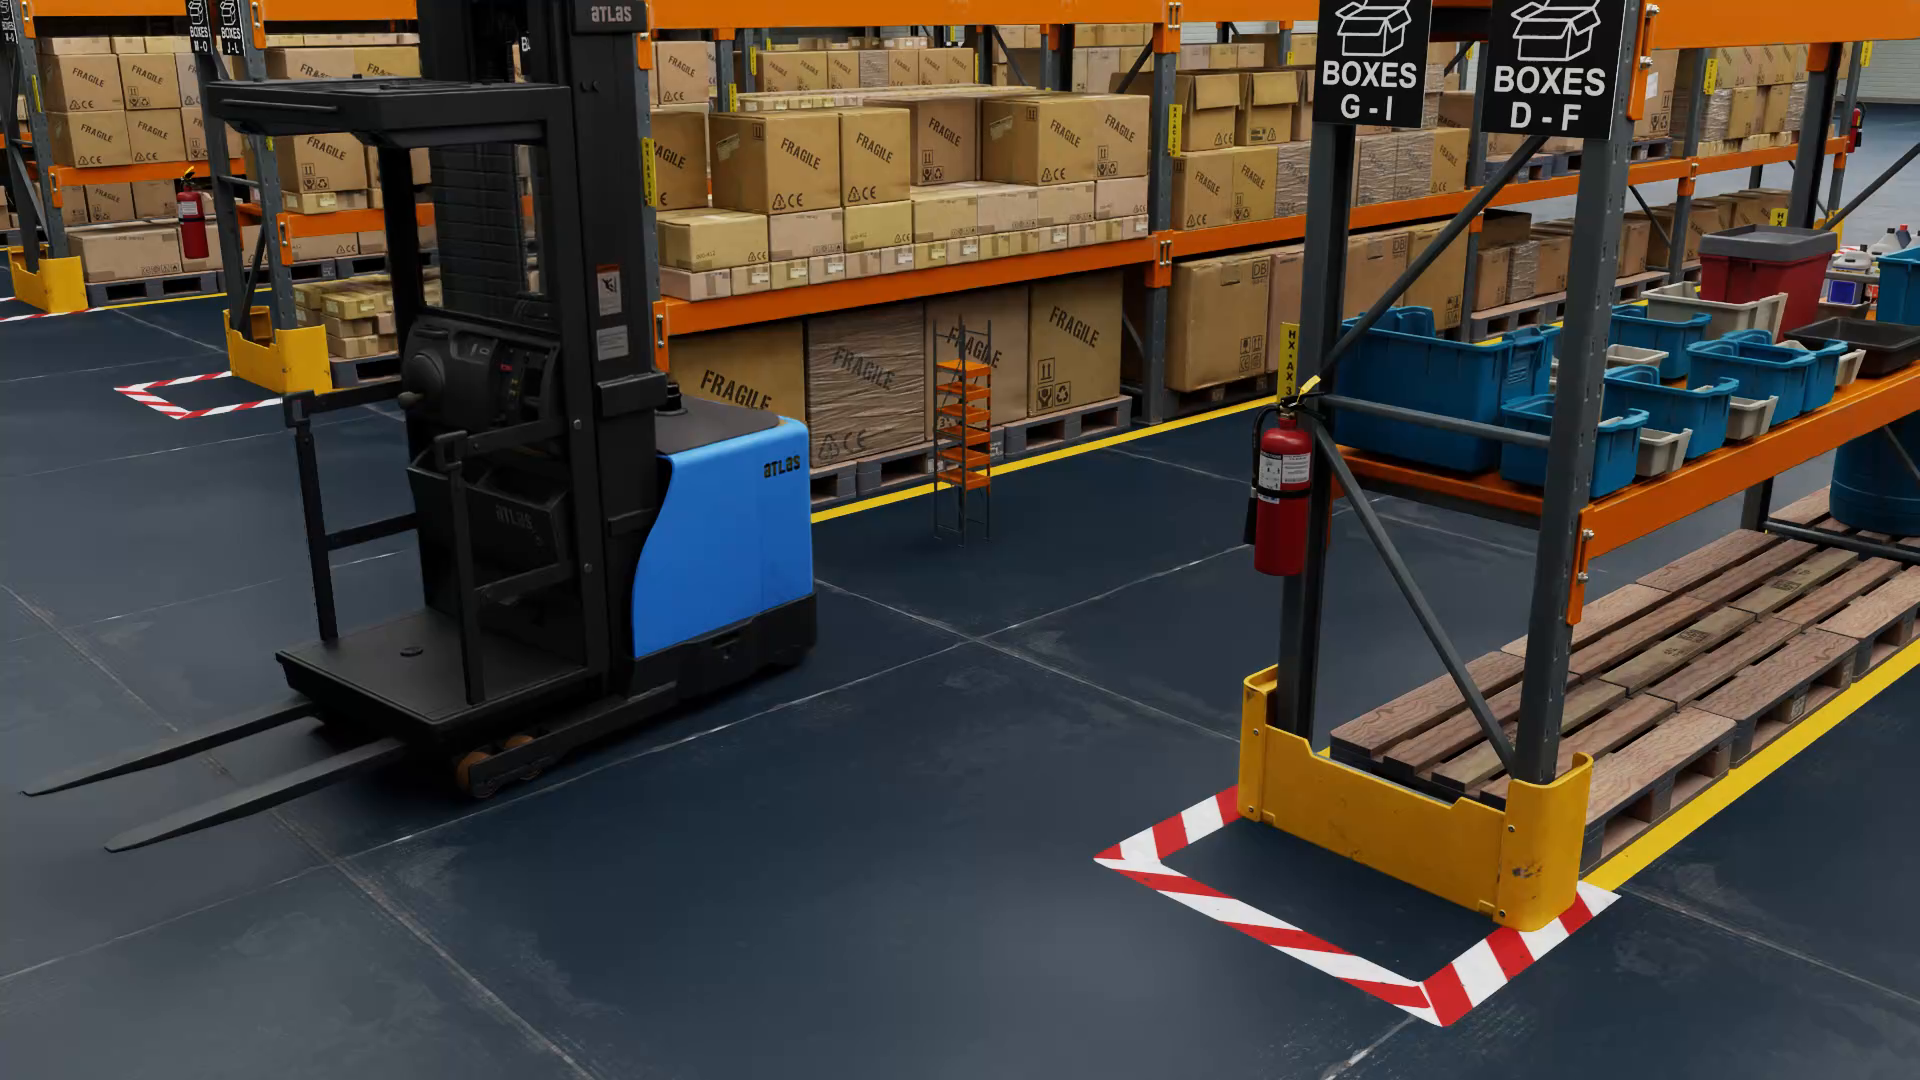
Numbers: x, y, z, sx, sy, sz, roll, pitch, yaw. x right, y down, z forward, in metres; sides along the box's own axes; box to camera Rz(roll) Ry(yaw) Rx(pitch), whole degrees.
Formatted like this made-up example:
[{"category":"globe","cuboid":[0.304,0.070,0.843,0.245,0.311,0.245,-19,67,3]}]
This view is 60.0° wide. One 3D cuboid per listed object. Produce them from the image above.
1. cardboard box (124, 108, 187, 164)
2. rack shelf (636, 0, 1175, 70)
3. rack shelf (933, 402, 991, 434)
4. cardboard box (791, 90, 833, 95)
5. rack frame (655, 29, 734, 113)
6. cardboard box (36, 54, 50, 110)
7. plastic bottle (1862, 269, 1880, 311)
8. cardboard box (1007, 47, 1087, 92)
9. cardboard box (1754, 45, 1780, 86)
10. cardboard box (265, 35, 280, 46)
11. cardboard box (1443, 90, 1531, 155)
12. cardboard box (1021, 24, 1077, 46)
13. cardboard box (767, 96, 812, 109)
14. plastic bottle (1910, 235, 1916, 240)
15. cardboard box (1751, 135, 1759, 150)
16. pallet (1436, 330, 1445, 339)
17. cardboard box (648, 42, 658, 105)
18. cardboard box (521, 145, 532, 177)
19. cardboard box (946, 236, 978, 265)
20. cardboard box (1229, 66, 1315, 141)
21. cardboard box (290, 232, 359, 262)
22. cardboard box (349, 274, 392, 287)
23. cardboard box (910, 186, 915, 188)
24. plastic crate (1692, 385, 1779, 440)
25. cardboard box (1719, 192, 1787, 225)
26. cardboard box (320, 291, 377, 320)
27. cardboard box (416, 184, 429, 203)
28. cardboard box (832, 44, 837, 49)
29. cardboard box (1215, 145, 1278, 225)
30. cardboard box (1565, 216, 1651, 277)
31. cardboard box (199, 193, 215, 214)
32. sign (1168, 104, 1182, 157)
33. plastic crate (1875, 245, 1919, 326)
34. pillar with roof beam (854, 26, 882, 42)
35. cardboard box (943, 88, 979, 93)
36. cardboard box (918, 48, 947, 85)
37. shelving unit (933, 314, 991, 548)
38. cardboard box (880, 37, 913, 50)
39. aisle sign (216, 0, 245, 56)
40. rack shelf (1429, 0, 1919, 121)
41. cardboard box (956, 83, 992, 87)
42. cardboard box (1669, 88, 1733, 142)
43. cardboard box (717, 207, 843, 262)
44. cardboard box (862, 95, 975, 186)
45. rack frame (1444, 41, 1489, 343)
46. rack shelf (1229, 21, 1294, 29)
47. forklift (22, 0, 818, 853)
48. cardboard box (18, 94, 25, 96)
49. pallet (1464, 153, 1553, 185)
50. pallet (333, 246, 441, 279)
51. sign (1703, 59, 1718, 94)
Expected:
[{"category":"cardboard box","cuboid":[-7.813,-3.896,15.976,0.500,0.500,0.500,-17,24,-42]},{"category":"rack shelf","cuboid":[-0.446,-2.986,9.632,4.000,0.370,1.077,-16,24,-41]},{"category":"rack shelf","cuboid":[0.011,-0.646,8.786,0.180,0.103,0.258,-16,24,-41]},{"category":"cardboard box","cuboid":[-1.414,-4.168,15.739,0.380,0.149,0.250,17,25,42]},{"category":"rack frame","cuboid":[-2.327,-3.458,14.785,0.127,3.000,1.000,-16,24,-41]},{"category":"cardboard box","cuboid":[-8.521,-4.377,15.837,0.500,0.500,0.500,-15,23,-39]},{"category":"plastic bottle","cuboid":[4.574,-1.252,8.305,0.097,0.201,0.097,0,18,0]},{"category":"cardboard box","cuboid":[0.912,-4.921,17.517,0.500,0.500,0.700,-16,24,-41]},{"category":"cardboard box","cuboid":[8.048,-4.935,17.077,0.500,0.500,0.500,-16,24,-41]},{"category":"cardboard box","cuboid":[-6.947,-4.929,16.487,0.250,0.149,0.380,-16,24,-41]},{"category":"cardboard box","cuboid":[4.615,-3.684,14.640,0.500,0.500,0.700,-12,22,-33]},{"category":"cardboard box","cuboid":[1.250,-7.154,23.920,0.500,0.500,0.700,-17,25,-42]},{"category":"cardboard box","cuboid":[-1.526,-3.862,14.794,0.250,0.149,0.380,-15,23,-39]},{"category":"plastic bottle","cuboid":[5.106,-1.496,8.936,0.135,0.276,0.152,-16,24,-41]},{"category":"cardboard box","cuboid":[8.074,-4.149,17.325,0.250,0.149,0.380,-16,24,-41]},{"category":"pallet","cuboid":[3.289,-1.696,13.872,1.213,0.211,1.003,-16,24,-41]},{"category":"cardboard box","cuboid":[-2.855,-3.851,13.734,0.500,0.500,0.500,17,25,42]},{"category":"cardboard box","cuboid":[-3.615,-3.162,13.229,0.500,0.500,0.500,-17,25,-42]},{"category":"cardboard box","cuboid":[-0.108,-1.741,9.898,0.250,0.149,0.380,-16,24,-40]},{"category":"cardboard box","cuboid":[2.413,-3.265,12.402,0.637,0.503,0.797,-15,23,-39]},{"category":"cardboard box","cuboid":[-6.981,-3.228,17.550,0.875,0.438,0.875,17,25,42]},{"category":"cardboard box","cuboid":[-4.700,-2.029,13.357,0.250,0.149,0.380,-17,25,-42]},{"category":"cardboard box","cuboid":[-0.615,-2.036,10.161,0.500,0.250,0.500,-16,24,-41]},{"category":"plastic crate","cuboid":[2.692,-0.442,5.814,0.298,0.136,0.250,-16,24,-41]},{"category":"cardboard box","cuboid":[8.850,-3.615,18.644,0.500,0.500,0.500,-9,20,-27]},{"category":"cardboard box","cuboid":[-4.619,-1.772,12.562,0.380,0.149,0.250,17,24,41]},{"category":"cardboard box","cuboid":[-4.290,-2.680,12.793,0.250,0.149,0.380,-15,23,-38]},{"category":"cardboard box","cuboid":[-2.231,-8.075,27.331,0.250,0.149,0.380,-17,24,-42]},{"category":"cardboard box","cuboid":[1.878,-2.520,11.733,0.500,0.500,0.500,-16,24,-41]},{"category":"cardboard box","cuboid":[6.359,-2.915,16.451,0.700,0.500,0.500,16,24,40]},{"category":"cardboard box","cuboid":[-9.677,-4.297,21.126,0.258,0.266,0.396,-15,23,-39]},{"category":"sign","cuboid":[1.390,-2.650,10.763,0.005,0.325,0.100,-16,24,-41]},{"category":"plastic crate","cuboid":[4.305,-1.060,7.320,0.575,0.384,0.392,-16,24,-41]},{"category":"pillar with roof beam","cuboid":[1.337,-10.143,25.679,0.400,9.000,9.100,-16,24,-41]},{"category":"cardboard box","cuboid":[-0.028,-4.296,16.134,0.250,0.149,0.380,-15,23,-39]},{"category":"cardboard box","cuboid":[-0.526,-6.375,22.458,0.500,0.500,0.500,-16,24,-41]},{"category":"shelving unit","cuboid":[0.011,-0.574,8.809,0.189,1.200,0.258,-16,24,-41]},{"category":"cardboard box","cuboid":[-0.844,-6.577,22.031,0.380,0.149,0.250,17,24,41]},{"category":"aisle sign","cuboid":[-5.081,-3.764,11.515,0.004,0.787,0.394,-16,24,-41]},{"category":"rack shelf","cuboid":[2.957,-1.876,6.209,4.000,0.370,1.077,-16,24,-41]},{"category":"cardboard box","cuboid":[0.107,-4.613,17.111,0.250,0.149,0.380,-16,24,-41]},{"category":"cardboard box","cuboid":[7.190,-4.290,16.710,0.500,0.500,0.875,-16,24,-41]},{"category":"cardboard box","cuboid":[-0.992,-1.700,9.126,0.500,0.250,0.500,-17,24,-41]},{"category":"cardboard box","cuboid":[-0.254,-2.493,10.357,0.500,0.500,0.500,17,25,42]},{"category":"rack frame","cuboid":[3.914,-3.172,13.905,0.127,3.000,1.000,-16,24,-41]},{"category":"rack shelf","cuboid":[4.939,-6.661,20.969,4.000,0.370,1.077,-16,24,-41]},{"category":"forklift","cuboid":[-1.958,-0.625,6.160,1.130,2.935,3.031,14,23,38]},{"category":"cardboard box","cuboid":[-11.230,-5.249,20.073,0.500,0.250,0.500,-15,23,-39]},{"category":"pallet","cuboid":[4.358,-3.256,14.474,1.003,0.211,1.213,-16,24,-41]},{"category":"pallet","cuboid":[-6.408,-3.075,18.128,1.213,0.211,1.003,-16,24,-41]},{"category":"sign","cuboid":[7.204,-4.447,15.960,0.005,0.325,0.100,-16,24,-41]}]
